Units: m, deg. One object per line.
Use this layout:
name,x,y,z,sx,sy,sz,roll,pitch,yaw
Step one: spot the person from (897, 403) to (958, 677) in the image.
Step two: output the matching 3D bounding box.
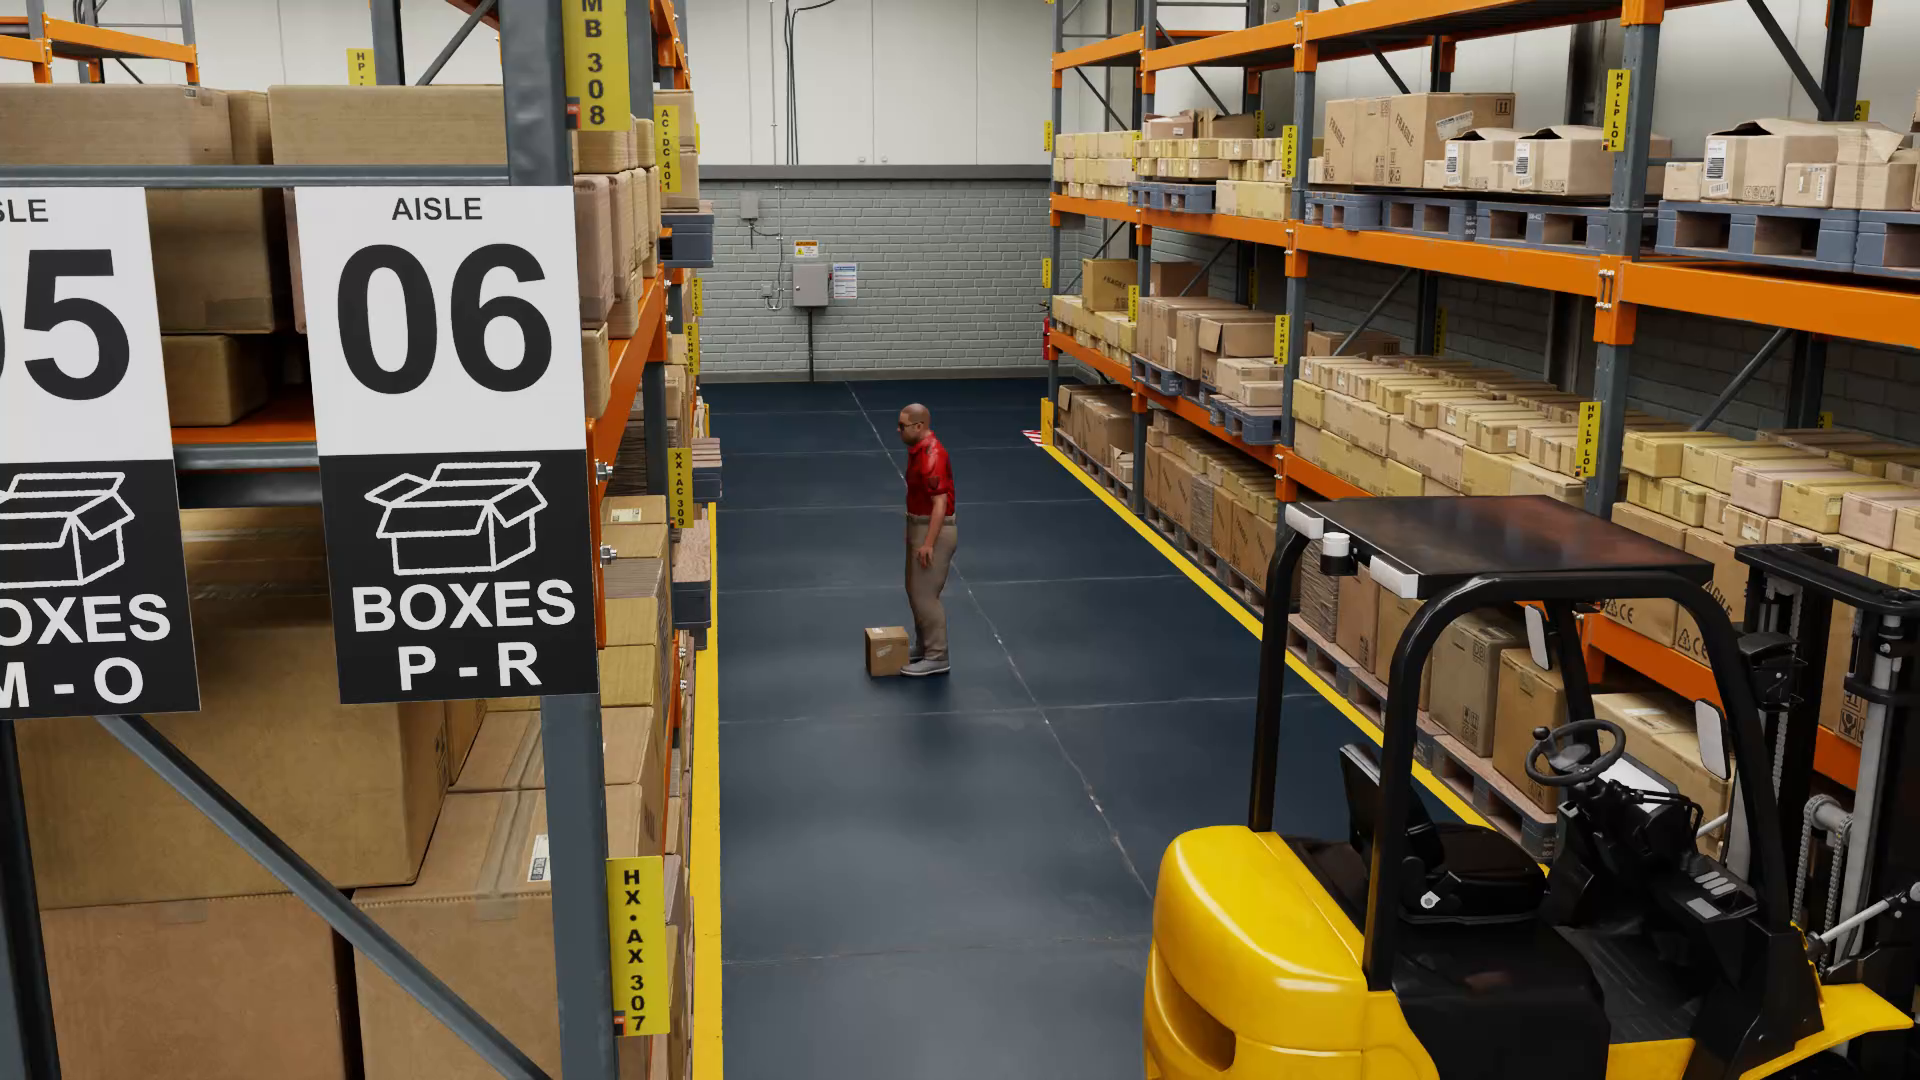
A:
person,-0.218,-0.016,10.581,0.384,1.727,0.595,-2,13,-10
